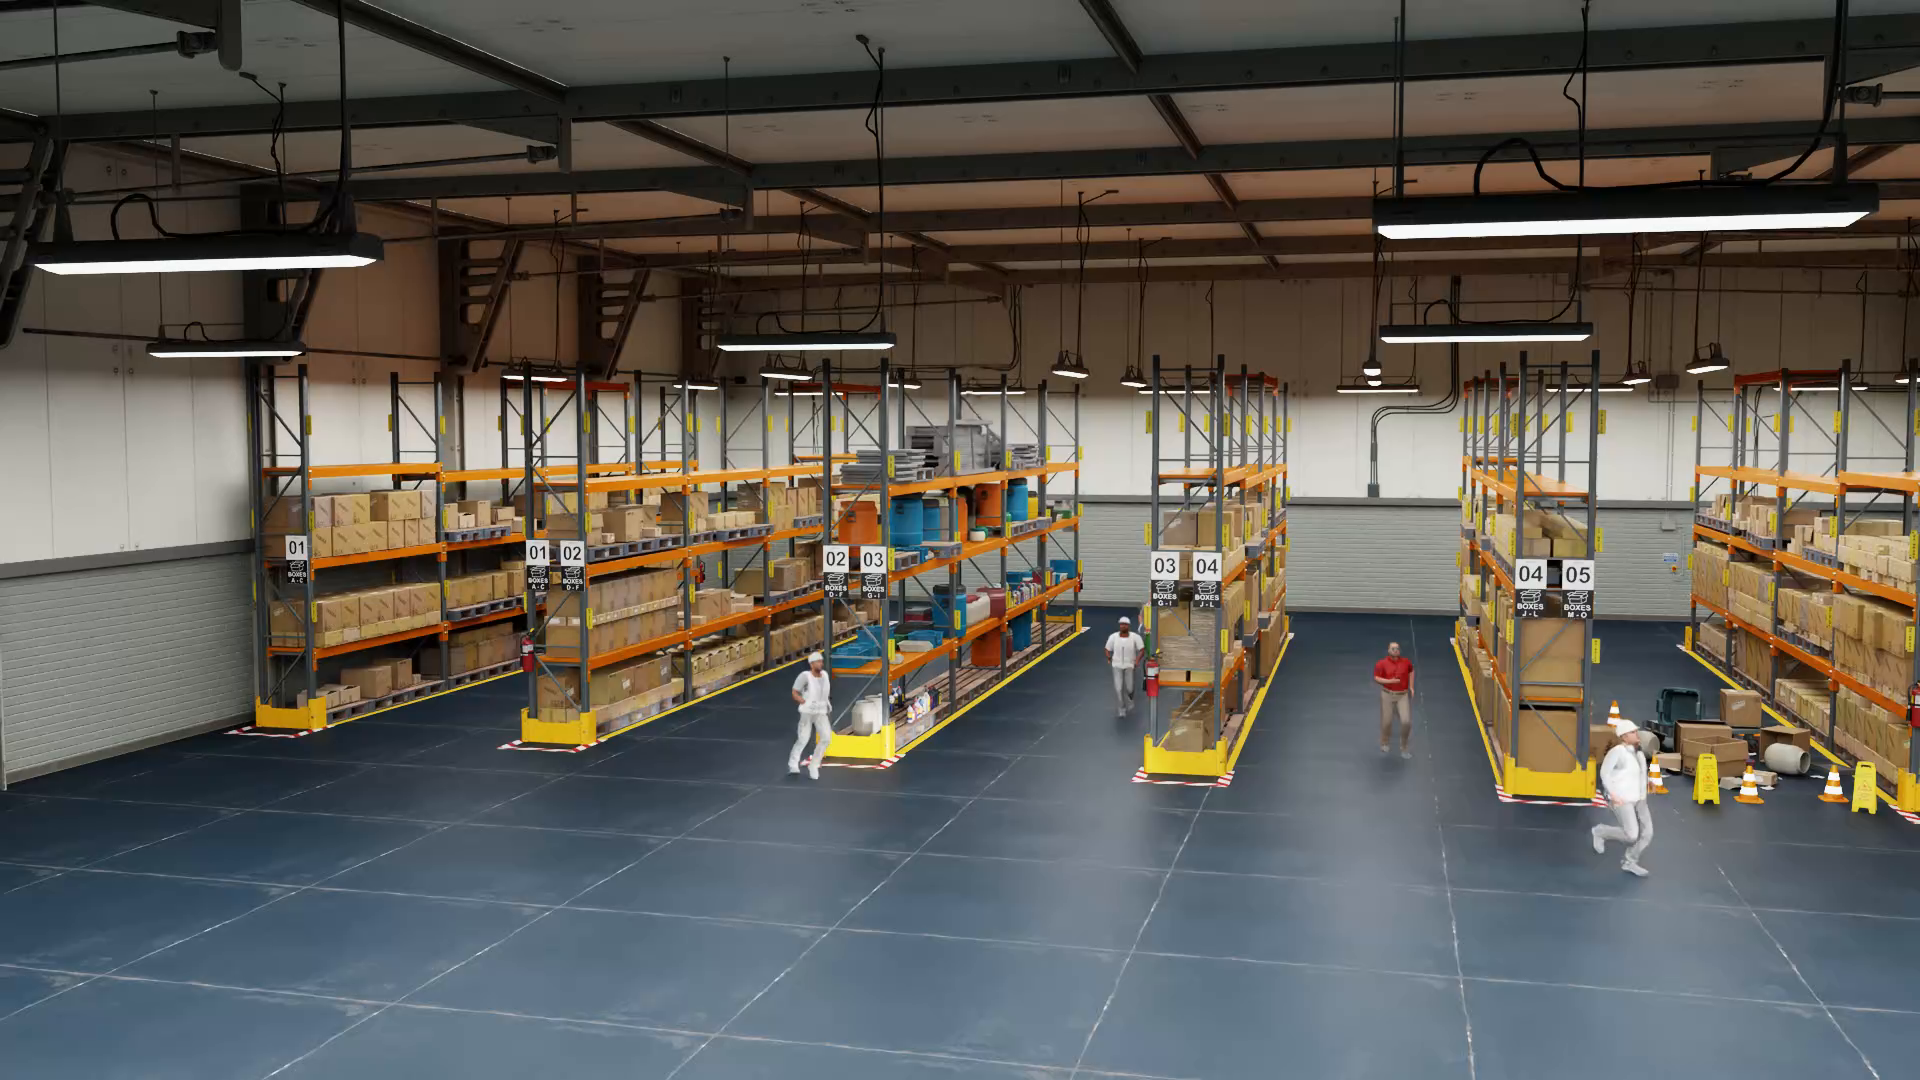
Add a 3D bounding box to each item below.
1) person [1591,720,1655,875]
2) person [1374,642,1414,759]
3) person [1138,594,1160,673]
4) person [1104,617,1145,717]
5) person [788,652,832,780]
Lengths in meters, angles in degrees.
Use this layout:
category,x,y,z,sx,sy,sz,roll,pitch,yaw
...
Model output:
category,x,y,z,sx,sy,sz,roll,pitch,yaw
person,7.458,2.865,18.642,0.662,1.708,0.627,-2,5,-31
person,6.566,2.435,25.085,0.656,1.791,0.735,0,4,3
person,3.816,1.858,32.601,0.667,1.768,0.963,1,4,9
person,2.816,2.173,28.557,0.696,1.718,0.605,1,4,12
person,-2.091,2.493,23.726,0.732,1.793,0.674,-3,5,-36
